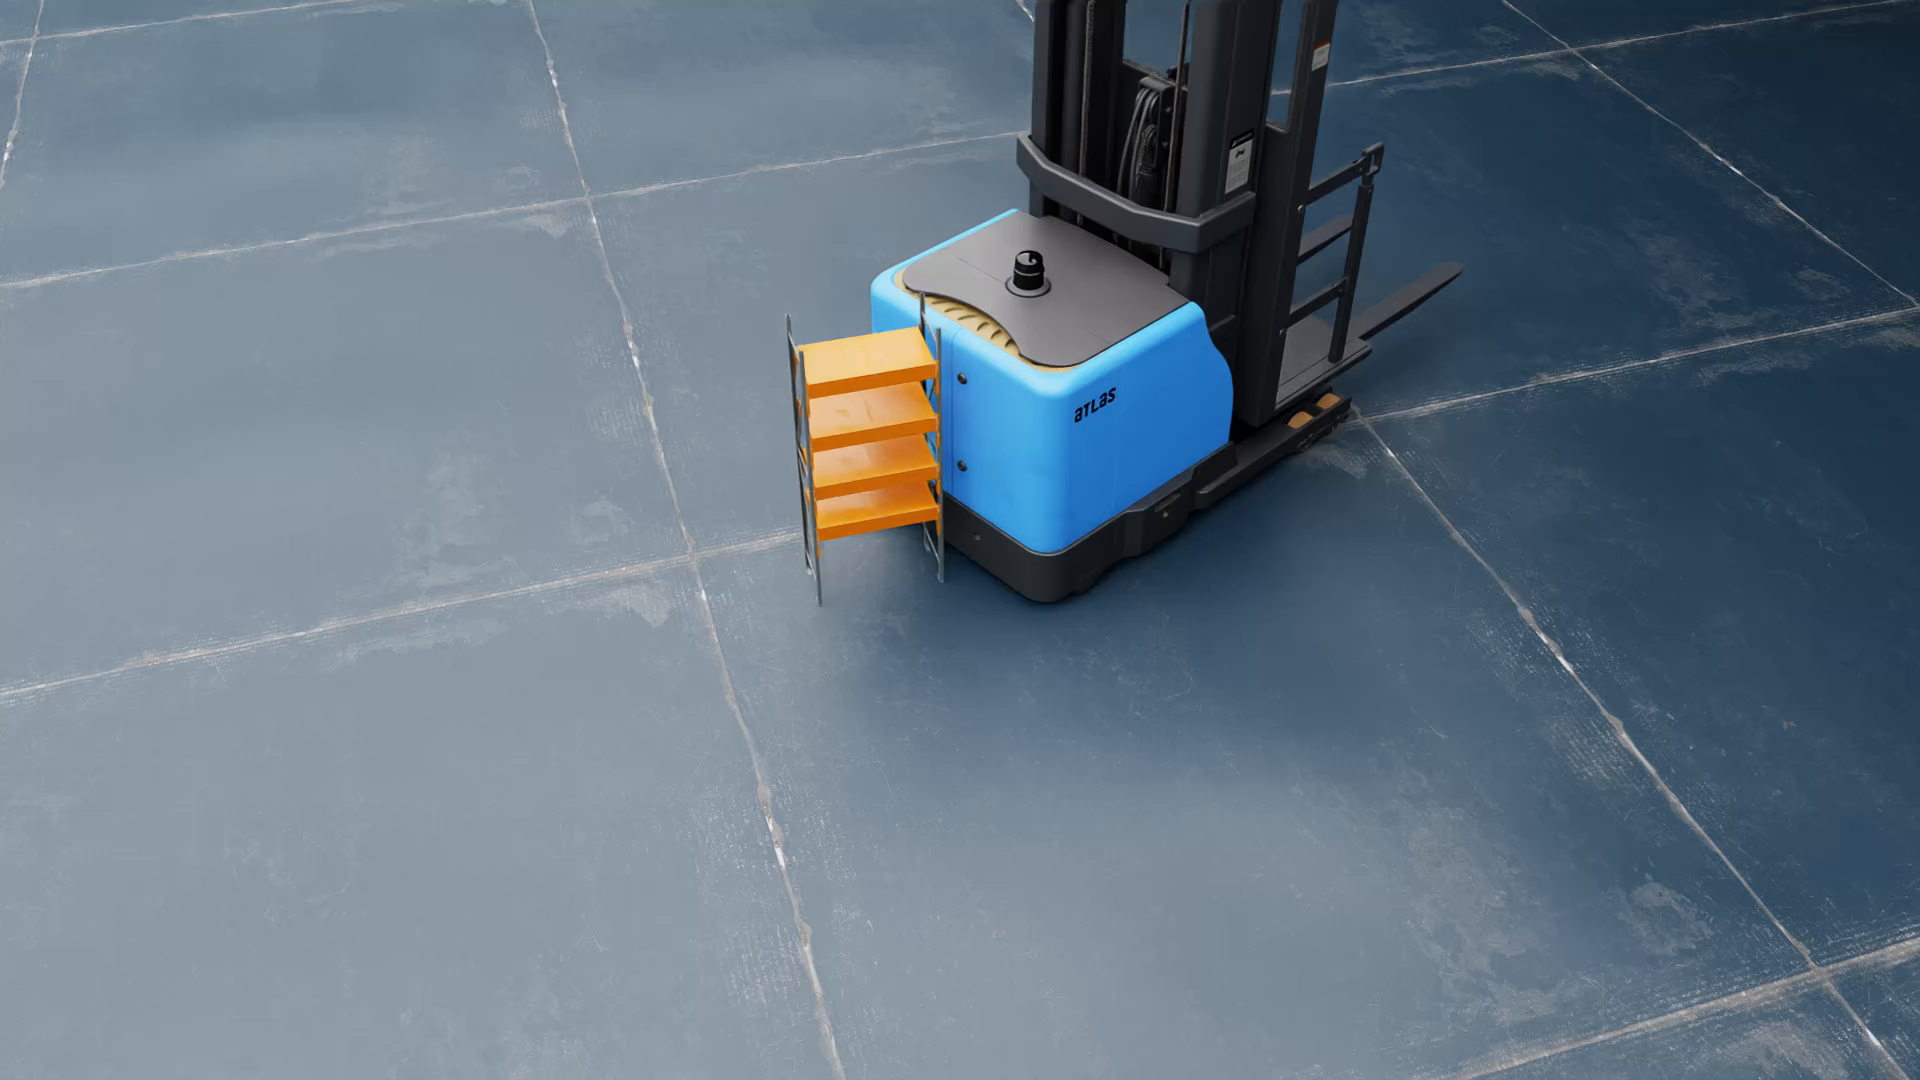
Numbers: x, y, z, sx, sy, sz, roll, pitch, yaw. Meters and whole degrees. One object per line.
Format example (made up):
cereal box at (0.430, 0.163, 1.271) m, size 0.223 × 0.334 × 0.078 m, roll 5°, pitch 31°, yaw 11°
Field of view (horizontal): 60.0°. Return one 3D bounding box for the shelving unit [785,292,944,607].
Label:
shelving unit at (-0.339, -0.313, 6.196) m, size 0.503 × 1.200 × 0.258 m, roll -11°, pitch 42°, yaw -12°

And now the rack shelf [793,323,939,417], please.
rack shelf at (-0.339, -0.609, 5.937) m, size 0.480 × 0.148 × 0.258 m, roll -11°, pitch 42°, yaw -12°

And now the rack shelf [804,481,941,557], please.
rack shelf at (-0.339, -0.113, 6.371) m, size 0.480 × 0.148 × 0.258 m, roll -11°, pitch 42°, yaw -12°

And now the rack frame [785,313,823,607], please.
rack frame at (-0.573, -0.268, 6.145) m, size 0.015 × 1.200 × 0.240 m, roll -11°, pitch 42°, yaw -12°

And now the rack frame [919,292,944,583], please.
rack frame at (-0.105, -0.358, 6.247) m, size 0.015 × 1.200 × 0.240 m, roll -11°, pitch 42°, yaw -12°

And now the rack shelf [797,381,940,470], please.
rack shelf at (-0.339, -0.431, 6.093) m, size 0.480 × 0.148 × 0.258 m, roll -11°, pitch 42°, yaw -12°

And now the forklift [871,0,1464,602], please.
forklift at (1.066, -1.715, 6.486) m, size 3.031 × 2.935 × 1.130 m, roll -32°, pitch 50°, yaw -31°

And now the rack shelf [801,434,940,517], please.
rack shelf at (-0.339, -0.262, 6.240) m, size 0.480 × 0.148 × 0.258 m, roll -11°, pitch 42°, yaw -12°
